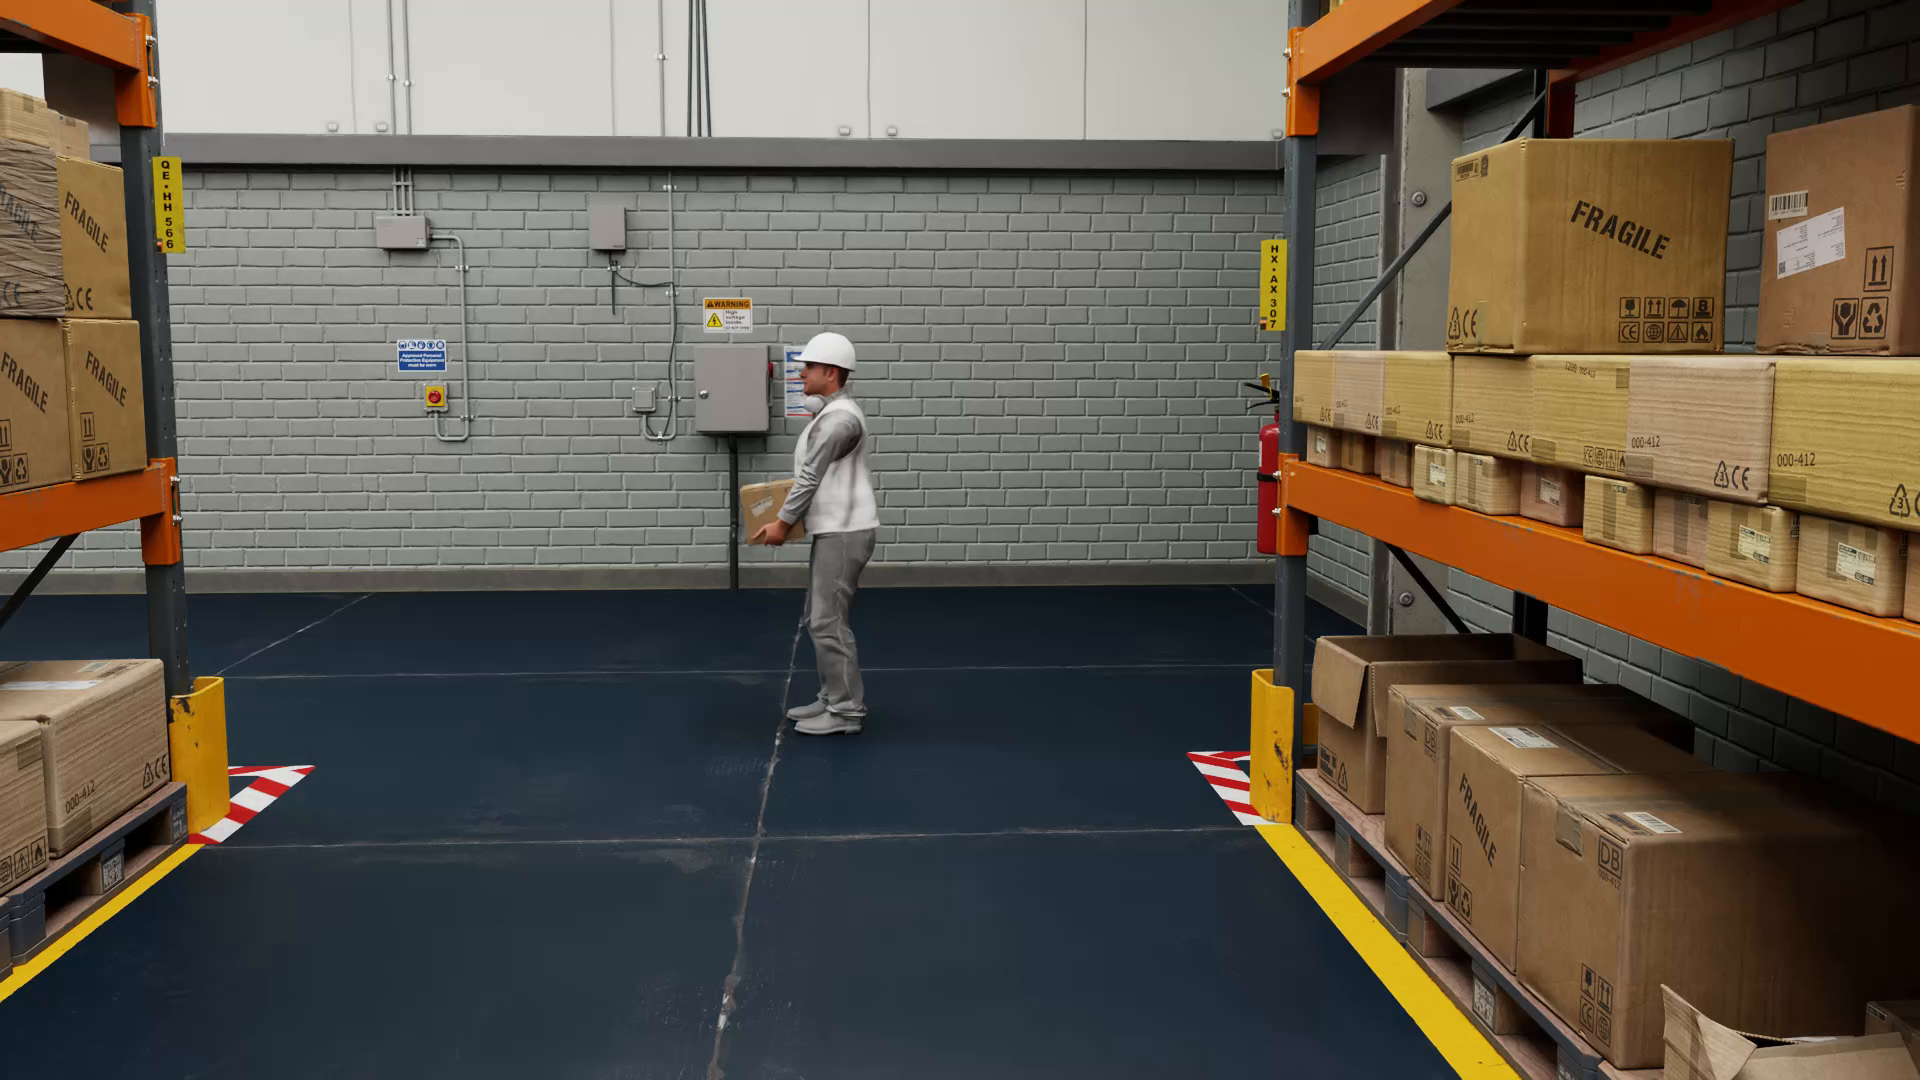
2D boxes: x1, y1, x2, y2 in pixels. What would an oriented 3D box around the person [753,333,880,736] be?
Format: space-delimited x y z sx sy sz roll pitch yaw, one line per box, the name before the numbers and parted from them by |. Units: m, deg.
person | -0.637 -0.031 7.419 0.558 1.772 0.494 -1 7 -5
